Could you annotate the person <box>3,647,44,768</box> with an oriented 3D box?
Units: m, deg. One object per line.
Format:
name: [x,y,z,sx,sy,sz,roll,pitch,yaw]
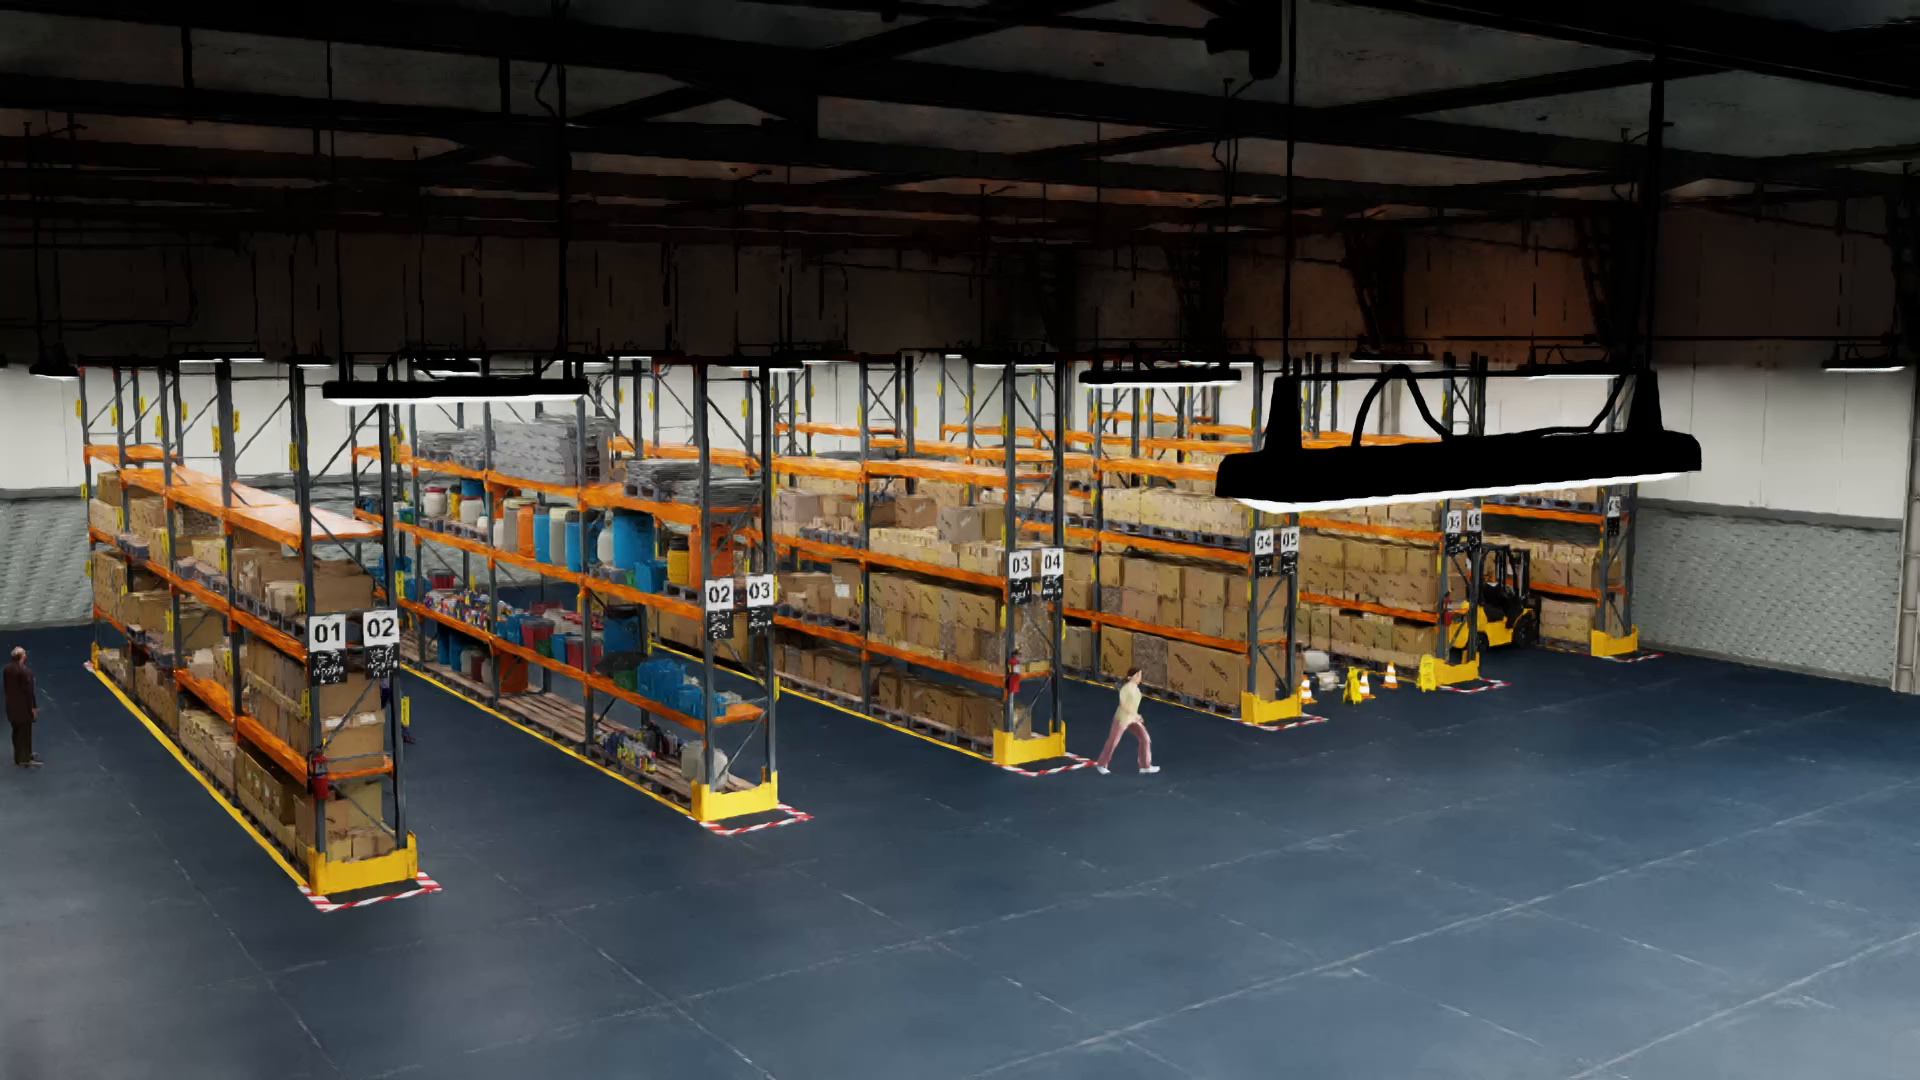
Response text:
person: [-13.834,2.451,24.593,0.654,1.790,0.522,4,8,28]

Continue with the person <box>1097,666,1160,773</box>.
person: [2.419,2.602,24.168,0.809,1.604,0.621,5,9,38]

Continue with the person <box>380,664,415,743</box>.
person: [-8.975,2.377,26.069,0.481,1.552,1.091,-5,9,-37]
